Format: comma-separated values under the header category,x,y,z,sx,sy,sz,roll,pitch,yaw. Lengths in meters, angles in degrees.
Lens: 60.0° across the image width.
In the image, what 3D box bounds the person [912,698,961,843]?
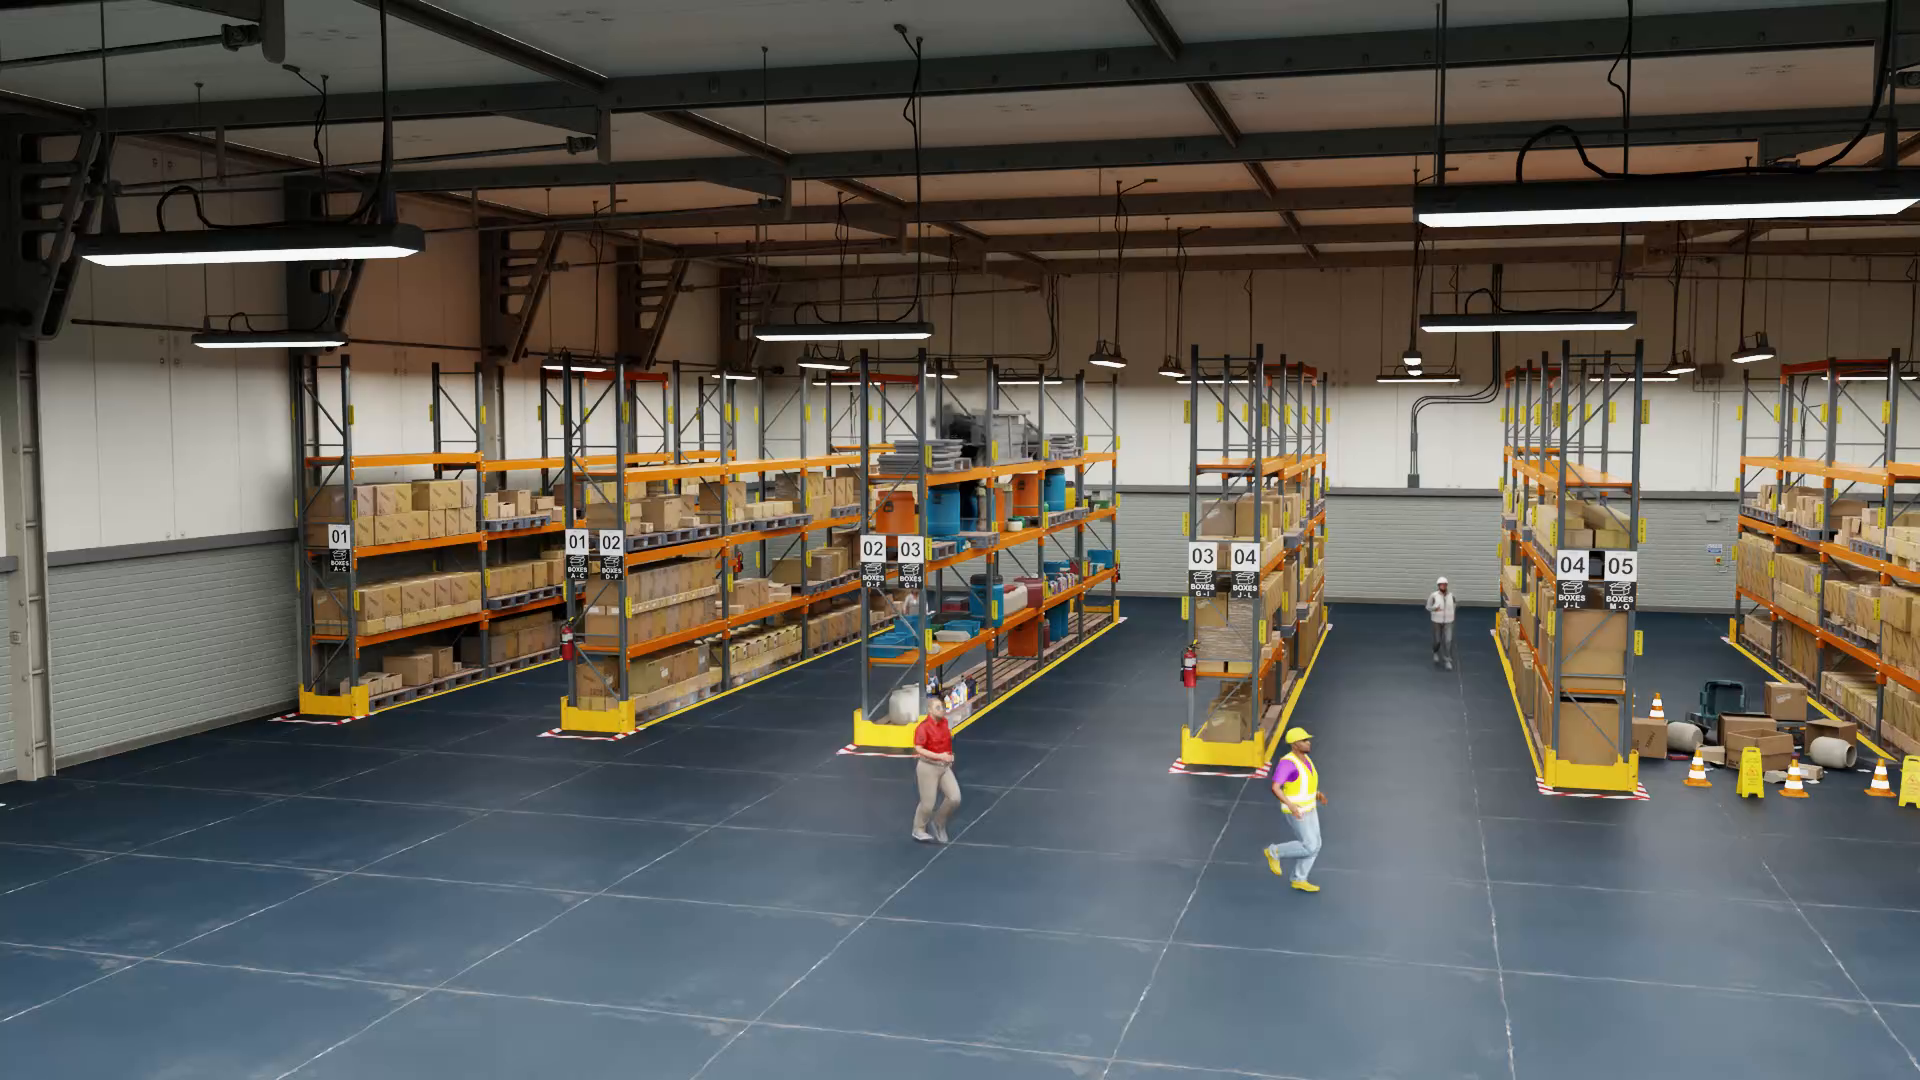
category,x,y,z,sx,sy,sz,roll,pitch,yaw
person,-0.251,2.712,19.382,0.702,1.760,0.693,4,6,43

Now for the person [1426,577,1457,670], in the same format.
category,x,y,z,sx,sy,sz,roll,pitch,yaw
person,9.559,1.621,32.962,0.657,1.776,0.950,0,4,4

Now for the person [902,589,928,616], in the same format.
category,x,y,z,sx,sy,sz,roll,pitch,yaw
person,-0.926,1.662,34.299,0.536,1.555,0.545,0,4,1

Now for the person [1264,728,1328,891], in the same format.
category,x,y,z,sx,sy,sz,roll,pitch,yaw
person,3.542,2.831,17.566,0.589,1.720,0.702,3,5,36
